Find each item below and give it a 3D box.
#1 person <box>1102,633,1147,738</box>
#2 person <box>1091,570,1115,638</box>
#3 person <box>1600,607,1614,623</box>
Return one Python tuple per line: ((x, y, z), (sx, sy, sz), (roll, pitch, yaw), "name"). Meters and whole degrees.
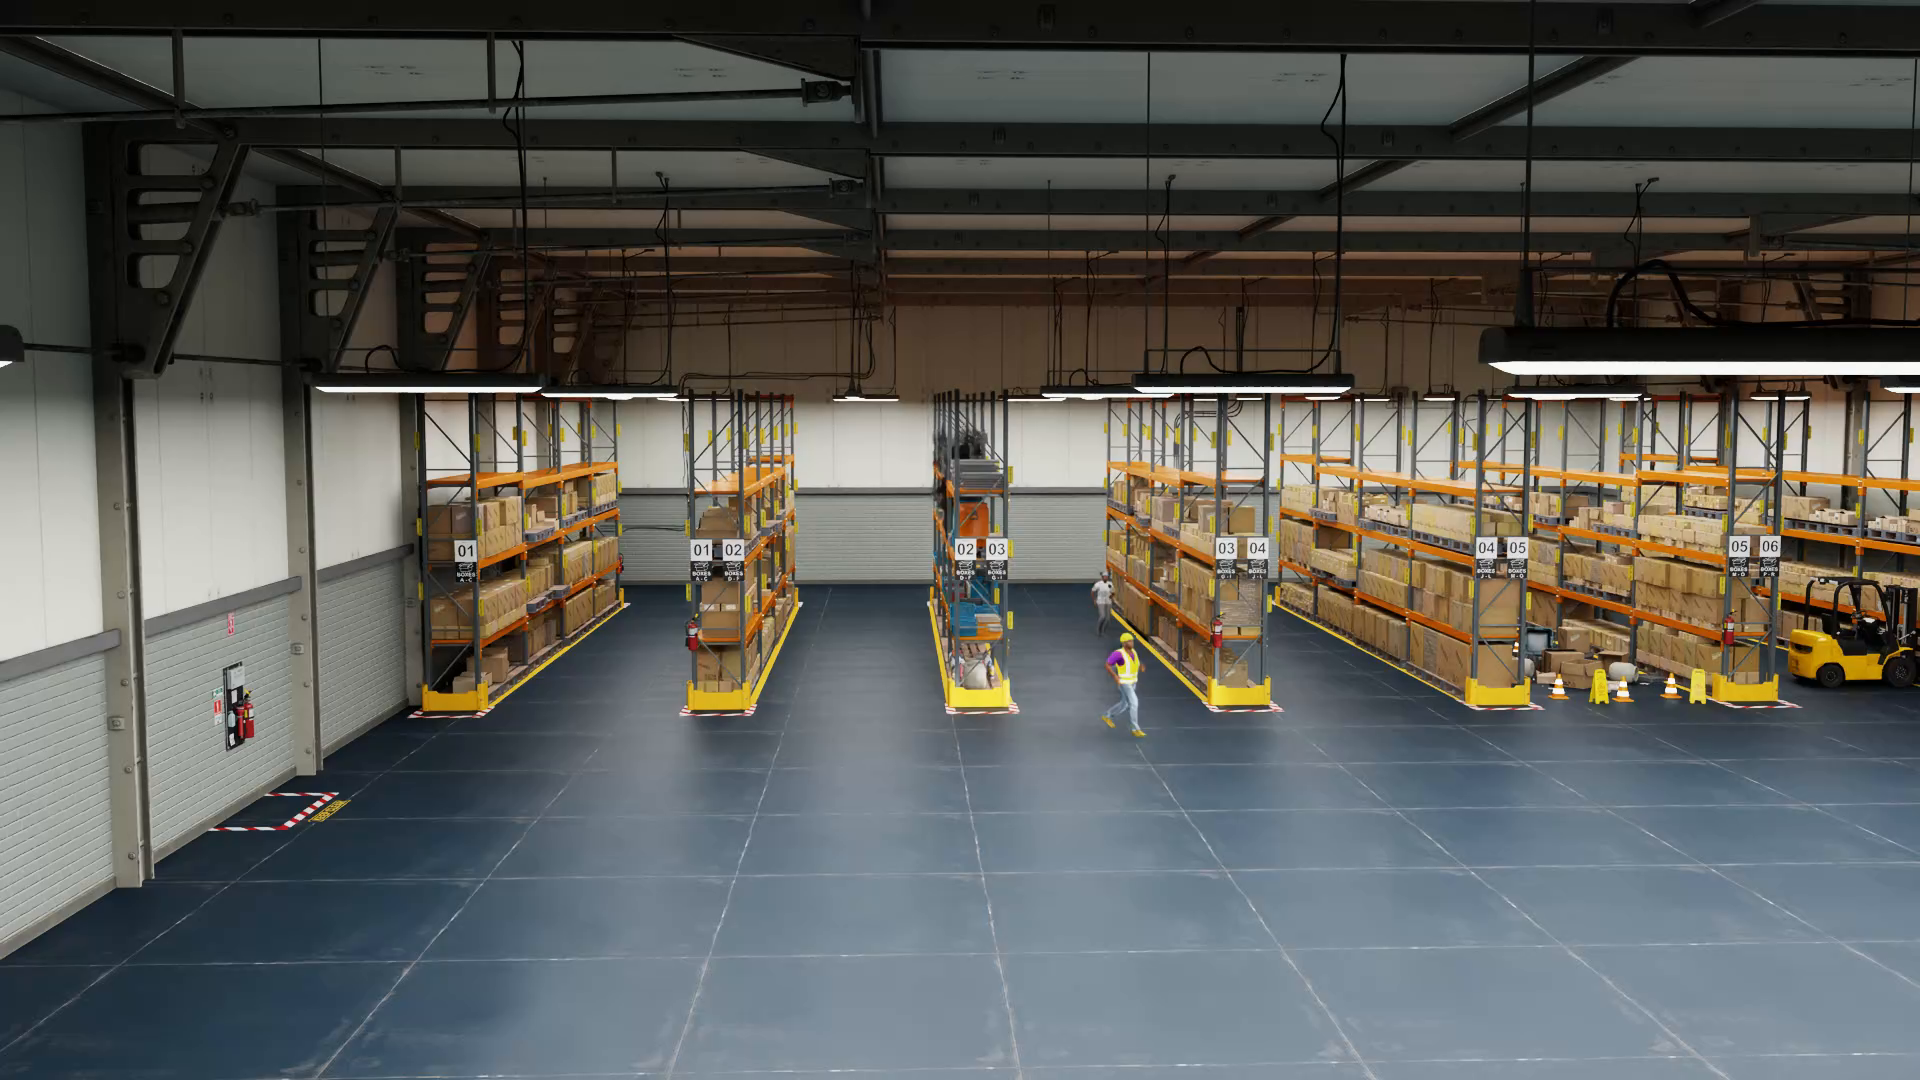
((2.875, 2.489, 28.828), (0.914, 1.779, 0.682), (3, 6, 35), "person")
((3.525, 1.567, 40.579), (0.552, 1.660, 0.633), (-1, 5, -13), "person")
((16.475, 1.358, 42.392), (0.686, 1.809, 0.988), (-1, 5, -7), "person")
